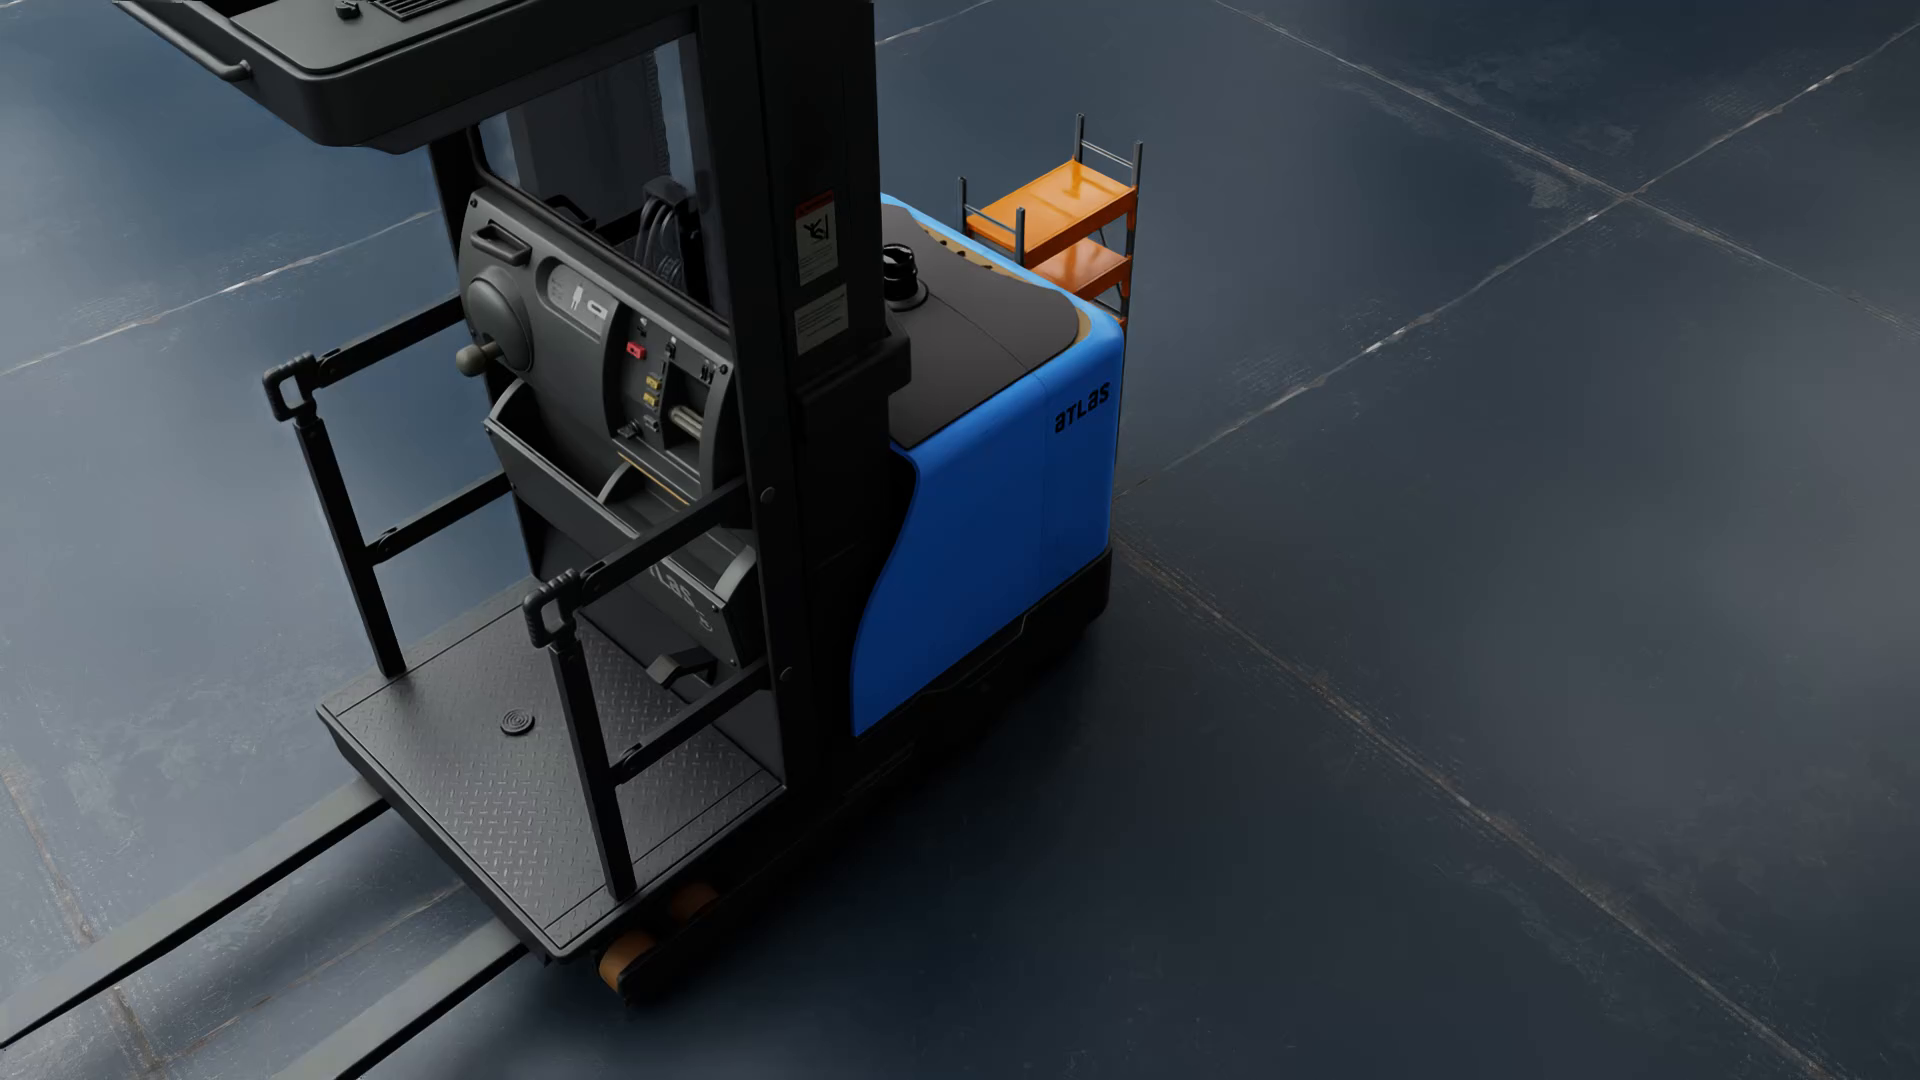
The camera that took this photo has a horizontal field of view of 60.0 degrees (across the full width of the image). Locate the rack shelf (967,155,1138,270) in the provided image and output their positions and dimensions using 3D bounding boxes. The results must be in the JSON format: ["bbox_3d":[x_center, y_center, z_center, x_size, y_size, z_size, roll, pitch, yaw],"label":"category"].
[{"bbox_3d":[0.255,-0.906,4.764,0.258,0.148,0.480,34,53,31],"label":"rack shelf"}]

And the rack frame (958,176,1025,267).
[{"bbox_3d":[0.084,-0.500,4.906,0.240,1.200,0.015,34,53,31],"label":"rack frame"}]

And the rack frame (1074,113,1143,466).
[{"bbox_3d":[0.426,-0.739,5.160,0.240,1.200,0.015,34,53,31],"label":"rack frame"}]

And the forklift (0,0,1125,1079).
[{"bbox_3d":[-0.949,-0.358,3.491,1.130,2.935,3.031,34,53,31],"label":"forklift"}]

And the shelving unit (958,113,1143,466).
[{"bbox_3d":[0.255,-0.620,5.033,0.258,1.200,0.503,34,53,31],"label":"shelving unit"}]

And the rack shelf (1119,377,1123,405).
[{"bbox_3d":[0.255,-0.426,5.215,0.258,0.148,0.480,34,53,31],"label":"rack shelf"}]

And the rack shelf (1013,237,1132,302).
[{"bbox_3d":[0.255,-0.734,4.926,0.258,0.148,0.480,34,53,31],"label":"rack shelf"}]

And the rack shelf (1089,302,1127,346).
[{"bbox_3d":[0.255,-0.571,5.079,0.258,0.148,0.480,34,53,31],"label":"rack shelf"}]
